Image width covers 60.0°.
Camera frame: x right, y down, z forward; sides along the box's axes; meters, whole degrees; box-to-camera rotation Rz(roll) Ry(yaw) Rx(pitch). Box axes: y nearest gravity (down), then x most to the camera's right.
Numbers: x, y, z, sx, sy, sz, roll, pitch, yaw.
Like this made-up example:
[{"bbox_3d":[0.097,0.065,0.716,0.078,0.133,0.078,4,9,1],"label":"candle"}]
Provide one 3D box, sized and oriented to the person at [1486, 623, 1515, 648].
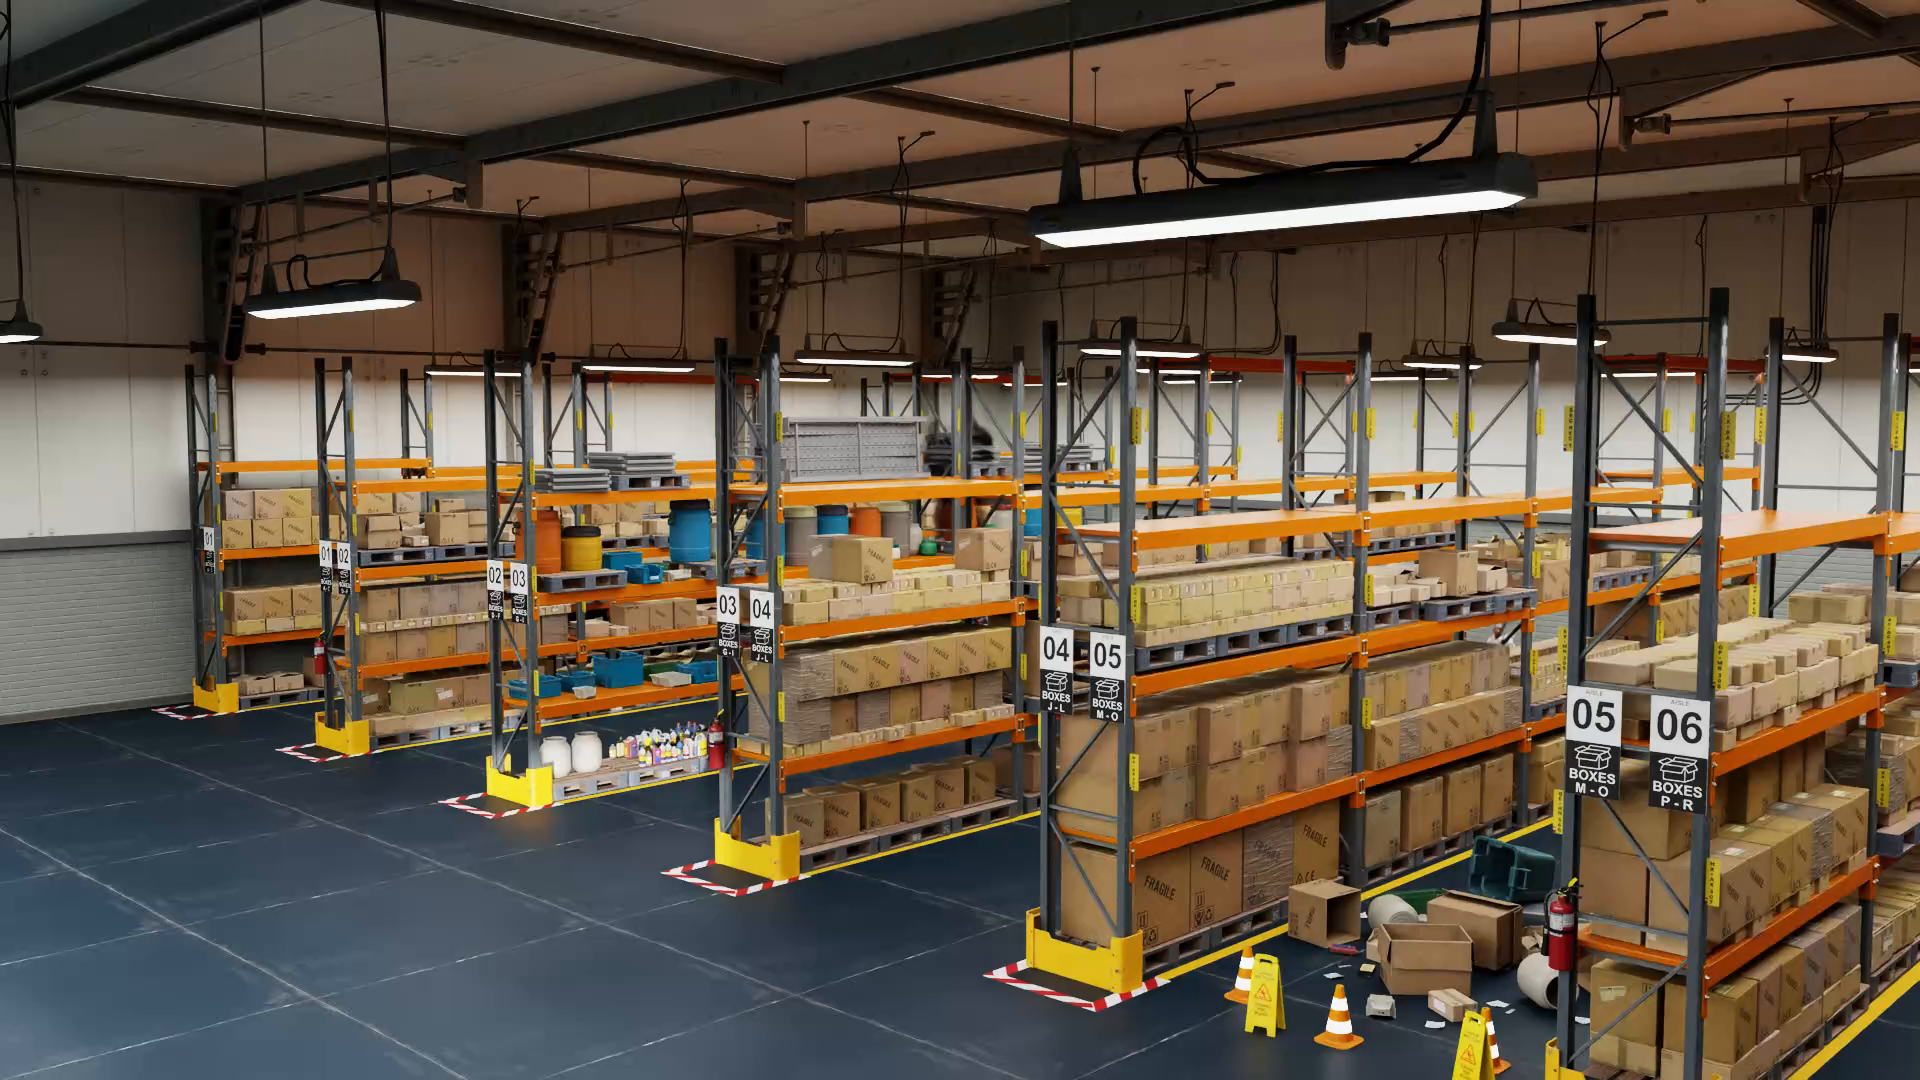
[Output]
[{"bbox_3d":[9.161,2.186,28.204,0.596,1.679,0.697,3,6,38],"label":"person"}]
